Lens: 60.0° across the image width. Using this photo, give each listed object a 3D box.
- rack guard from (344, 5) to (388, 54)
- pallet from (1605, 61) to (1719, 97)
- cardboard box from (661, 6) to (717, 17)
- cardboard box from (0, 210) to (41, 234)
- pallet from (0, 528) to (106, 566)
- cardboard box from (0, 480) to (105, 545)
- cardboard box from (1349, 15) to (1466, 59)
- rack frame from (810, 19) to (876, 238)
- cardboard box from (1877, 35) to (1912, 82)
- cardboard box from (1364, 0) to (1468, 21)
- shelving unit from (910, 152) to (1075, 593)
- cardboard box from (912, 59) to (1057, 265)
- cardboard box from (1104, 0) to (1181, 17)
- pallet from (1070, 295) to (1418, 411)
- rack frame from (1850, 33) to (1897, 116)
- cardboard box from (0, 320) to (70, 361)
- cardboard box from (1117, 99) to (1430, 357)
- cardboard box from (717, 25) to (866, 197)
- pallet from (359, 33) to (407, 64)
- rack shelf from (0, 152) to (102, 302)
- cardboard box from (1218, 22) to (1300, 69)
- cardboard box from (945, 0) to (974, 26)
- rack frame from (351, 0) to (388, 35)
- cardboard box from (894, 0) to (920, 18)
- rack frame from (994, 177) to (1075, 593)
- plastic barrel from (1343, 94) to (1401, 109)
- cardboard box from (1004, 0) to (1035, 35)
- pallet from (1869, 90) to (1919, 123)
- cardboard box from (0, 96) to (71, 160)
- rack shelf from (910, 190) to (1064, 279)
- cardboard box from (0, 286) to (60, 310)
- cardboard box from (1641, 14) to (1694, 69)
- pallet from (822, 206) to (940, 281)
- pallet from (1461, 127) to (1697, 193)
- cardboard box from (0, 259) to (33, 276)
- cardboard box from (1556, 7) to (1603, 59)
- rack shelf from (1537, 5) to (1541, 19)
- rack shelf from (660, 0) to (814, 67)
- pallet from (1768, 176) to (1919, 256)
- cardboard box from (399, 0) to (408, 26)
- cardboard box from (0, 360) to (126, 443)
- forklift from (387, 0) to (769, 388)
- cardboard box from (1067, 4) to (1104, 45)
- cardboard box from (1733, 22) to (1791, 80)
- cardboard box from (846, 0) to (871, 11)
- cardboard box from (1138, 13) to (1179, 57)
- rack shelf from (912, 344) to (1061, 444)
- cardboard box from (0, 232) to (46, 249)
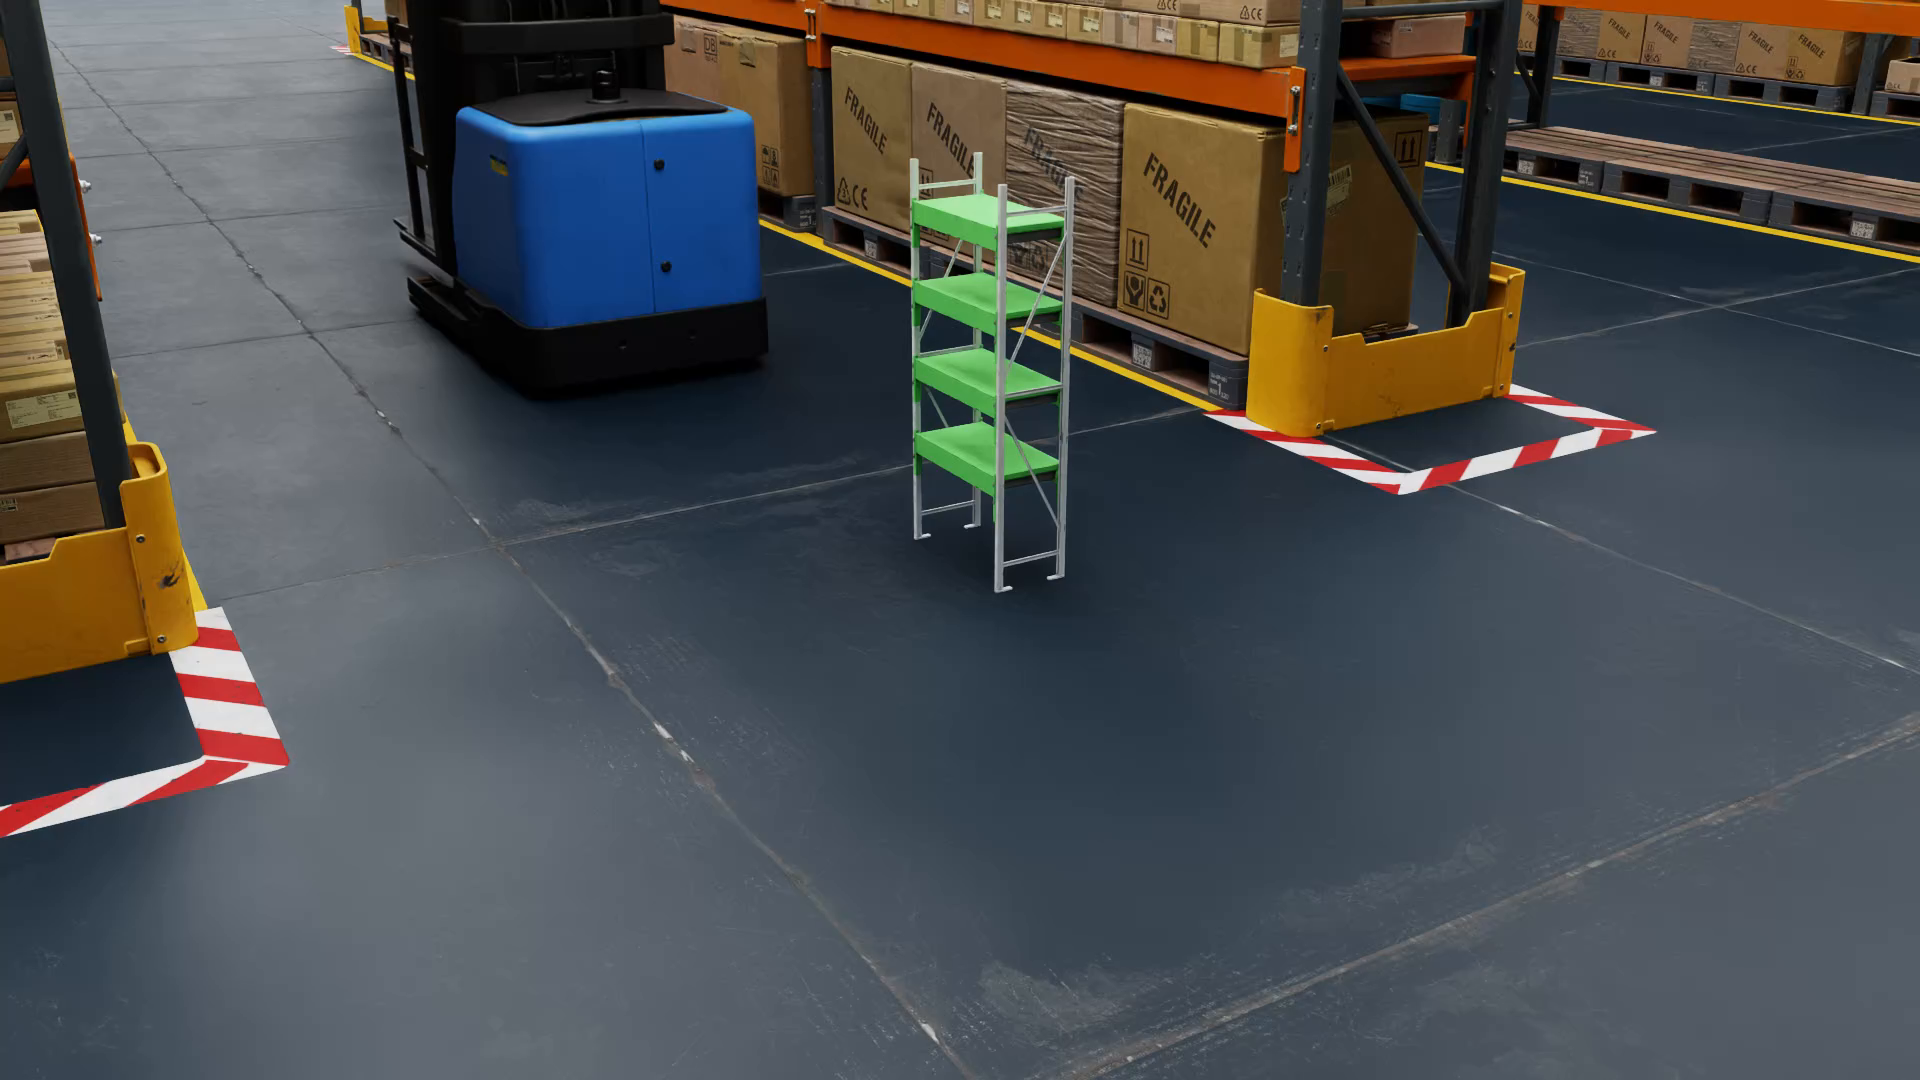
[{"bbox_3d":[-6.466,-5.936,19.251,1.175,0.500,0.348,-13,25,-28],"label":"rack guard"},{"bbox_3d":[7.068,-4.498,16.097,1.003,0.211,1.213,-13,25,-28],"label":"pallet"},{"bbox_3d":[-1.635,-3.222,11.518,1.225,0.875,0.875,-13,25,-28],"label":"cardboard box"},{"bbox_3d":[-3.987,-1.243,6.823,0.380,0.149,0.250,-13,25,-29],"label":"cardboard box"},{"bbox_3d":[-3.071,-0.020,5.081,1.003,0.211,1.213,-13,25,-28],"label":"pallet"},{"bbox_3d":[-2.640,-0.123,4.858,0.380,0.149,0.250,-12,25,-27],"label":"cardboard box"},{"bbox_3d":[1.771,-2.001,6.585,0.380,0.149,0.250,-12,25,-28],"label":"cardboard box"},{"bbox_3d":[-0.375,-3.234,9.284,1.000,3.000,0.127,-13,25,-28],"label":"rack frame"},{"bbox_3d":[8.106,-4.387,14.857,0.500,0.500,0.500,-14,26,-31],"label":"cardboard box"},{"bbox_3d":[1.655,-2.215,6.581,0.500,0.250,0.500,-13,26,-30],"label":"cardboard box"},{"bbox_3d":[0.085,-0.502,4.954,0.258,1.200,0.503,-13,25,-28],"label":"shelving unit"},{"bbox_3d":[0.353,-1.924,8.325,0.875,0.875,0.875,-13,25,-28],"label":"cardboard box"},{"bbox_3d":[0.934,-2.278,6.735,0.500,0.250,0.500,-13,26,-29],"label":"cardboard box"},{"bbox_3d":[1.192,-0.891,7.223,1.003,0.211,1.213,-13,25,-28],"label":"pallet"},{"bbox_3d":[8.143,-5.138,13.969,1.000,3.000,0.127,-13,25,-28],"label":"rack frame"},{"bbox_3d":[-2.886,-0.574,5.180,0.380,0.149,0.250,-13,25,-28],"label":"cardboard box"},{"bbox_3d":[1.272,-1.341,6.891,0.875,0.875,0.875,-13,25,-28],"label":"cardboard box"},{"bbox_3d":[-0.719,-2.648,10.105,1.225,0.875,0.875,-13,25,-28],"label":"cardboard box"},{"bbox_3d":[-6.081,-5.532,18.642,1.003,0.211,1.213,-13,25,-28],"label":"pallet"},{"bbox_3d":[-3.669,-1.332,5.560,1.077,0.370,4.000,-13,25,-28],"label":"rack shelf"},{"bbox_3d":[1.203,-1.875,6.274,0.380,0.149,0.250,-12,25,-27],"label":"cardboard box"},{"bbox_3d":[0.153,-2.538,7.906,0.380,0.149,0.250,-12,25,-28],"label":"cardboard box"},{"bbox_3d":[-6.505,-7.118,18.841,1.000,3.000,0.127,-13,25,-28],"label":"rack frame"},{"bbox_3d":[-0.105,-2.703,8.311,0.380,0.149,0.250,-13,26,-30],"label":"cardboard box"},{"bbox_3d":[0.209,-0.423,4.759,0.240,1.200,0.015,-13,25,-28],"label":"rack frame"},{"bbox_3d":[3.258,-3.818,12.949,0.600,0.901,0.708,-13,25,-28],"label":"plastic barrel"},{"bbox_3d":[0.423,-2.370,7.491,0.380,0.149,0.250,-12,25,-27],"label":"cardboard box"},{"bbox_3d":[8.493,-3.624,13.947,1.003,0.211,1.213,-13,25,-28],"label":"pallet"},{"bbox_3d":[-2.531,-1.069,4.292,0.380,0.149,0.250,-13,25,-29],"label":"cardboard box"},{"bbox_3d":[0.085,-0.888,4.797,0.258,0.148,0.480,-13,25,-28],"label":"rack shelf"},{"bbox_3d":[-3.217,-0.730,5.563,0.380,0.149,0.250,-12,25,-26],"label":"cardboard box"},{"bbox_3d":[6.882,-4.777,15.816,0.500,0.500,0.500,-14,26,-30],"label":"cardboard box"},{"bbox_3d":[-0.054,-1.681,9.167,1.003,0.211,1.213,-13,25,-28],"label":"pallet"},{"bbox_3d":[4.292,-2.664,11.586,1.003,0.211,1.213,-13,25,-28],"label":"pallet"},{"bbox_3d":[-3.523,-0.887,5.949,0.380,0.149,0.250,-13,25,-28],"label":"cardboard box"},{"bbox_3d":[6.359,-5.108,16.631,0.500,0.500,0.500,-14,26,-30],"label":"cardboard box"},{"bbox_3d":[2.861,-4.501,13.356,1.077,0.370,4.000,-13,25,-28],"label":"rack shelf"},{"bbox_3d":[-1.397,-3.548,11.012,1.077,0.370,4.000,-13,25,-28],"label":"rack shelf"},{"bbox_3d":[5.538,-1.874,9.643,1.003,0.211,1.213,-13,25,-28],"label":"pallet"},{"bbox_3d":[-5.865,-5.763,18.268,0.500,0.500,0.500,-6,23,-14],"label":"cardboard box"},{"bbox_3d":[-2.623,-0.402,4.756,0.380,0.149,0.250,-14,26,-31],"label":"cardboard box"},{"bbox_3d":[-2.004,-2.473,7.503,1.130,2.935,3.031,-13,25,-28],"label":"forklift"},{"bbox_3d":[0.680,-2.205,7.086,0.380,0.149,0.250,-13,26,-29],"label":"cardboard box"},{"bbox_3d":[7.399,-4.450,15.012,0.500,0.500,0.500,-13,25,-28],"label":"cardboard box"},{"bbox_3d":[-0.376,-2.873,8.729,0.380,0.149,0.250,-14,26,-30],"label":"cardboard box"},{"bbox_3d":[0.941,-2.040,6.681,0.380,0.149,0.250,-13,25,-28],"label":"cardboard box"},{"bbox_3d":[0.085,-0.443,4.978,0.258,0.148,0.480,-13,25,-28],"label":"rack shelf"},{"bbox_3d":[-3.704,-1.074,6.408,0.380,0.149,0.250,-14,26,-31],"label":"cardboard box"}]
